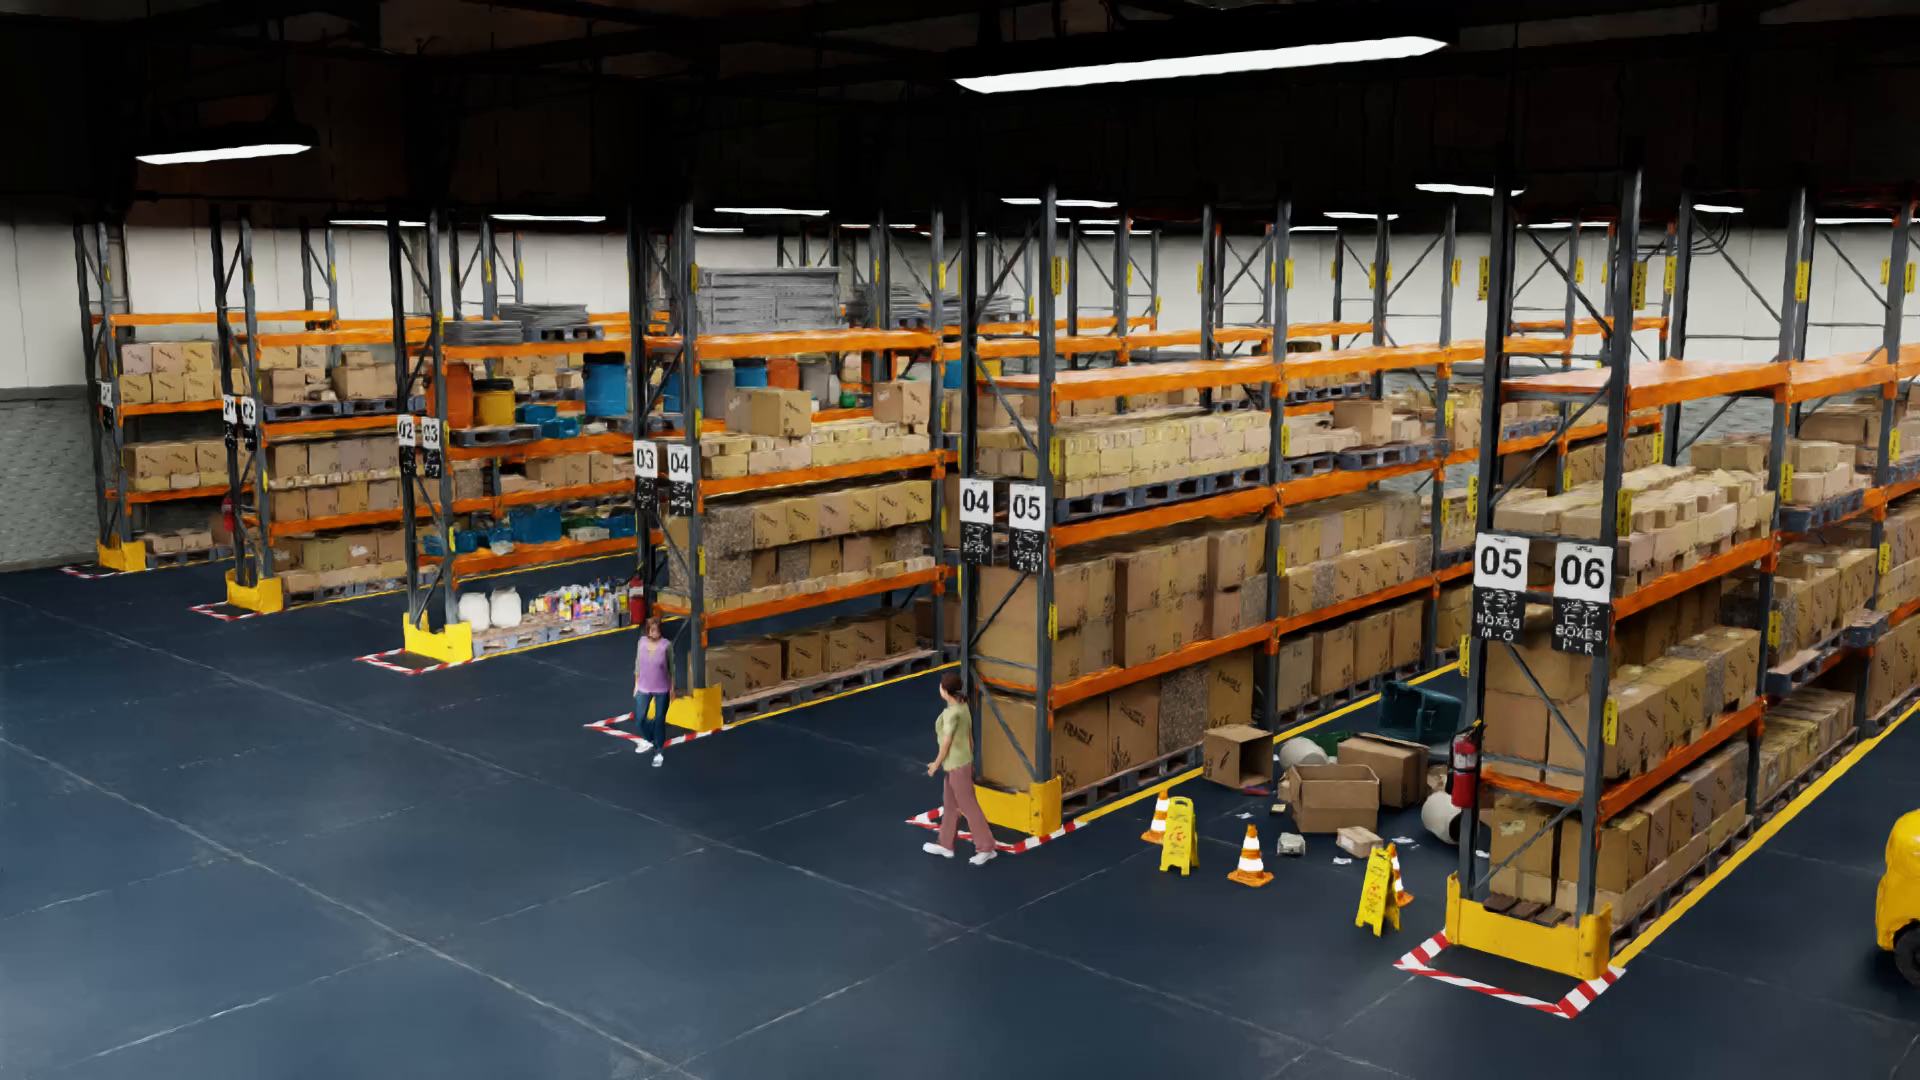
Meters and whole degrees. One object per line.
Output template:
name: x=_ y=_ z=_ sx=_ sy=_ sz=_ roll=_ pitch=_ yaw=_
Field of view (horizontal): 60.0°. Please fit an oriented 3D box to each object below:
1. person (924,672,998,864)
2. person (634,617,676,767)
person: x=-0.008 y=1.971 z=14.459 sx=0.701 sy=1.664 sz=0.482 roll=2 pitch=10 yaw=13
person: x=-3.166 y=1.544 z=17.239 sx=0.478 sy=1.590 sz=0.489 roll=0 pitch=9 yaw=3
